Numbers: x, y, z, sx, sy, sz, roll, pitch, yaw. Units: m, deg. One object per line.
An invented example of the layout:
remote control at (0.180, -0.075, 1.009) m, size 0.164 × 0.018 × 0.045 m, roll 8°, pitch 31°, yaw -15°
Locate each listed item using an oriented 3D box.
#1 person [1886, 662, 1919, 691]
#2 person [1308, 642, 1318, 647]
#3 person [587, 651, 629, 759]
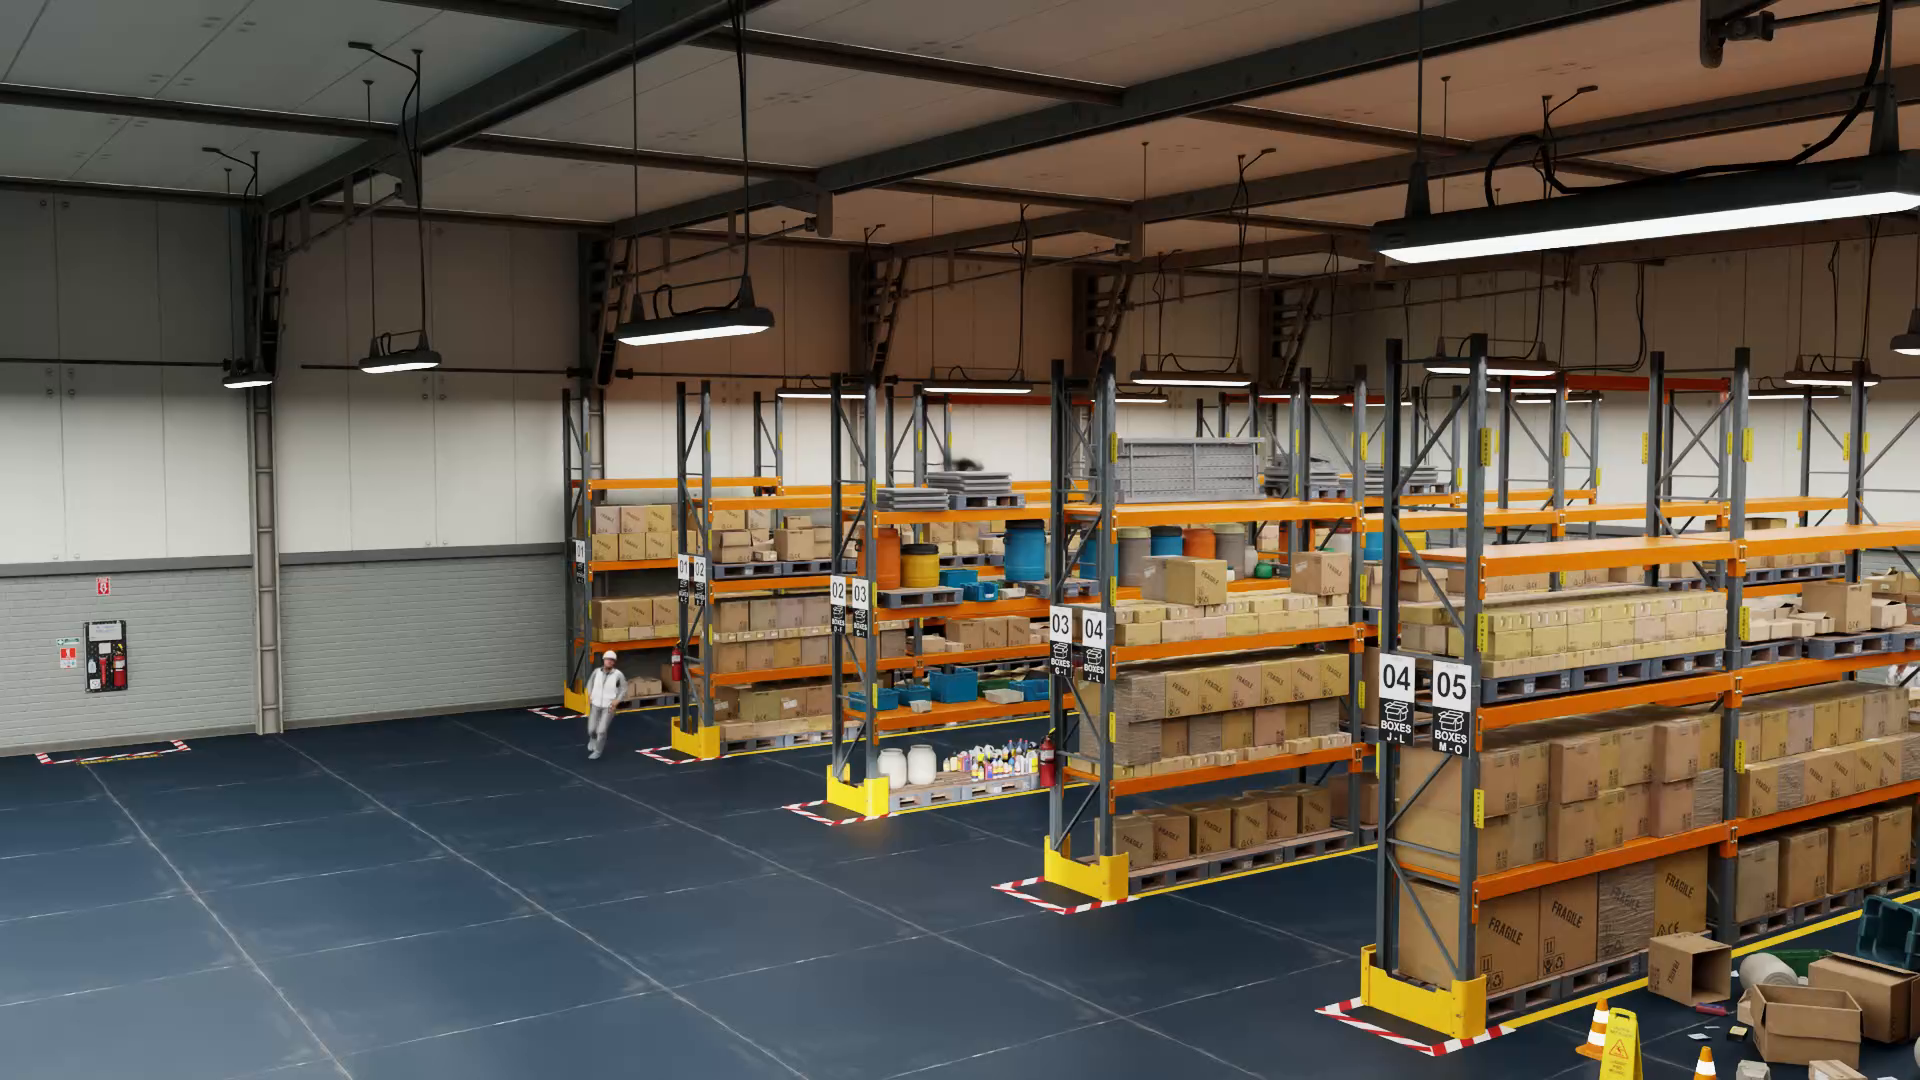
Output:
person at (14.669, 2.607, 25.874) m, size 1.034 × 1.761 × 0.703 m, roll -3°, pitch 5°, yaw -38°
person at (6.632, 2.253, 31.995) m, size 1.187 × 1.791 × 0.677 m, roll -3°, pitch 5°, yaw -41°
person at (-5.630, 2.611, 26.493) m, size 0.722 × 1.718 × 0.558 m, roll 0°, pitch 4°, yaw 2°
